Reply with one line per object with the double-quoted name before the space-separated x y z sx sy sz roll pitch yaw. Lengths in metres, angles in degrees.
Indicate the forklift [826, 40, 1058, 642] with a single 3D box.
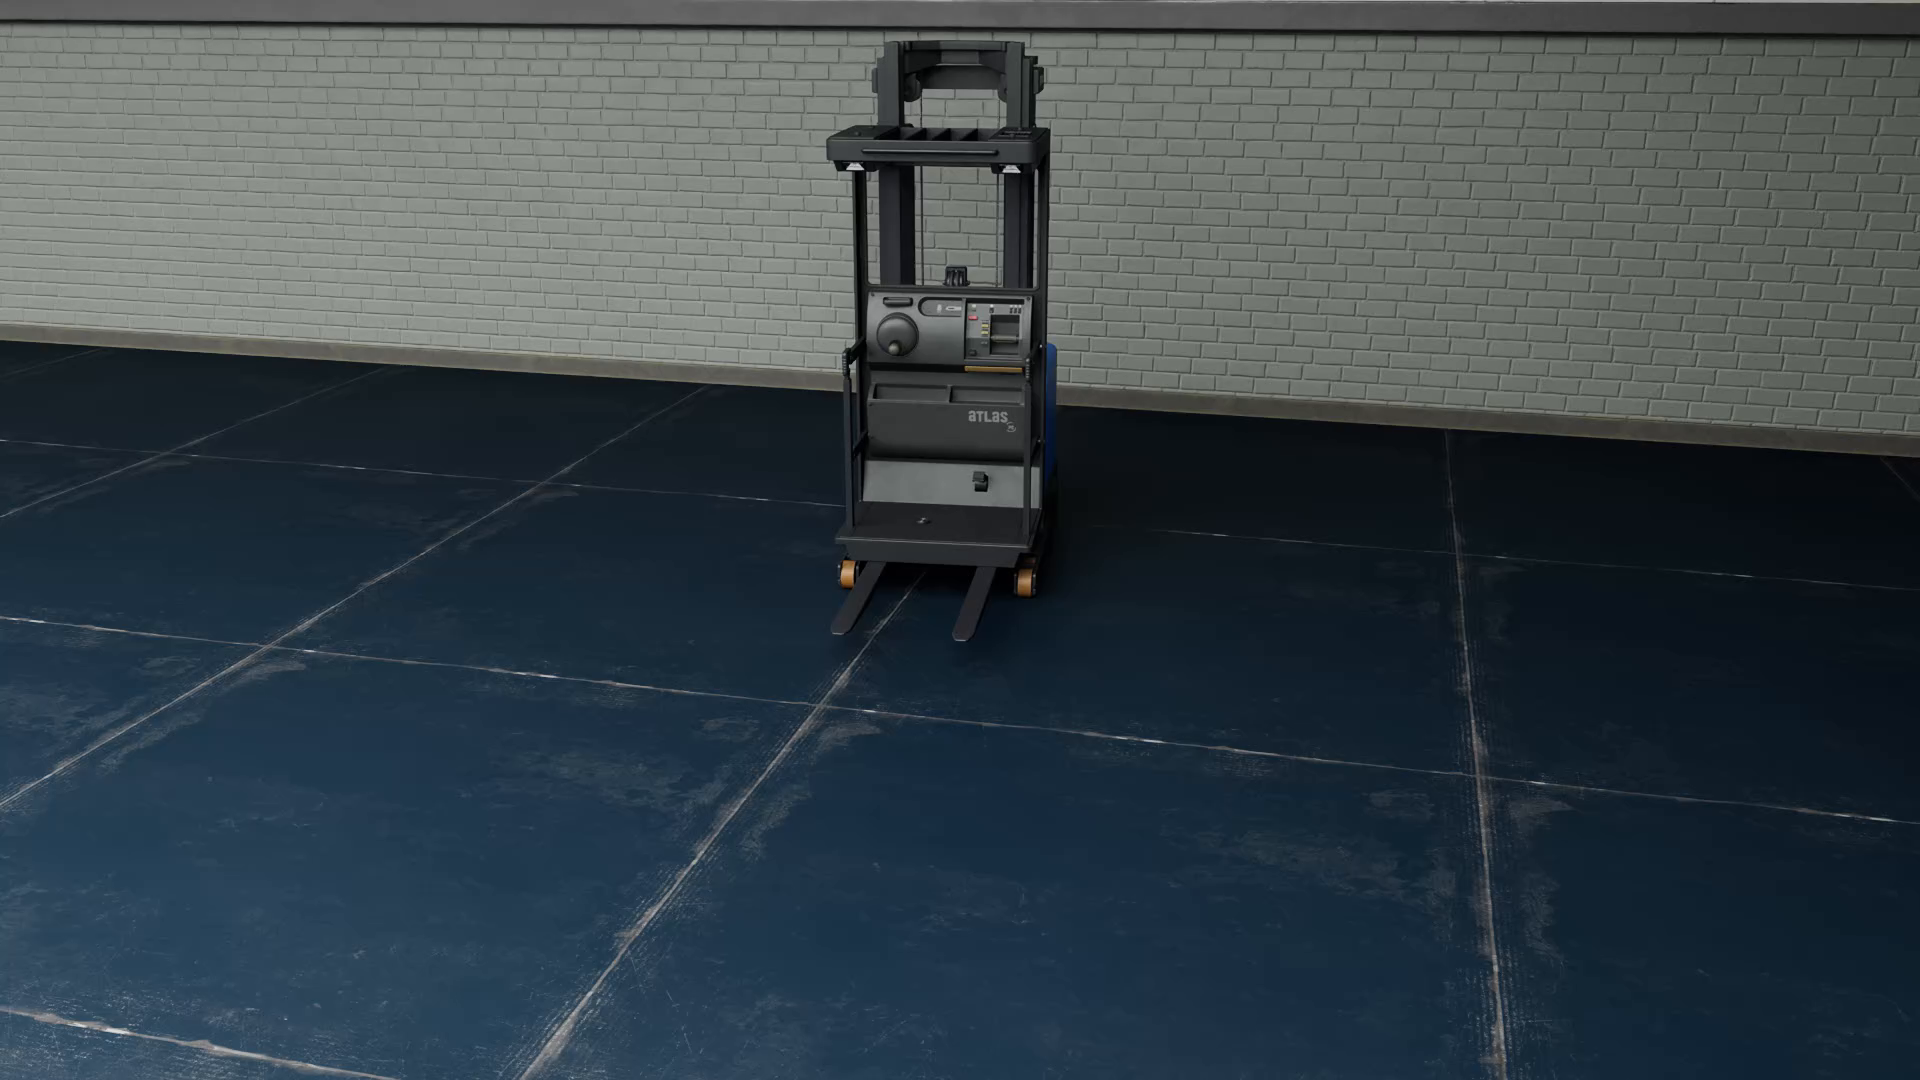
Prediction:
"forklift" -0.087 -1.187 9.127 1.130 2.935 3.031 3 19 8
